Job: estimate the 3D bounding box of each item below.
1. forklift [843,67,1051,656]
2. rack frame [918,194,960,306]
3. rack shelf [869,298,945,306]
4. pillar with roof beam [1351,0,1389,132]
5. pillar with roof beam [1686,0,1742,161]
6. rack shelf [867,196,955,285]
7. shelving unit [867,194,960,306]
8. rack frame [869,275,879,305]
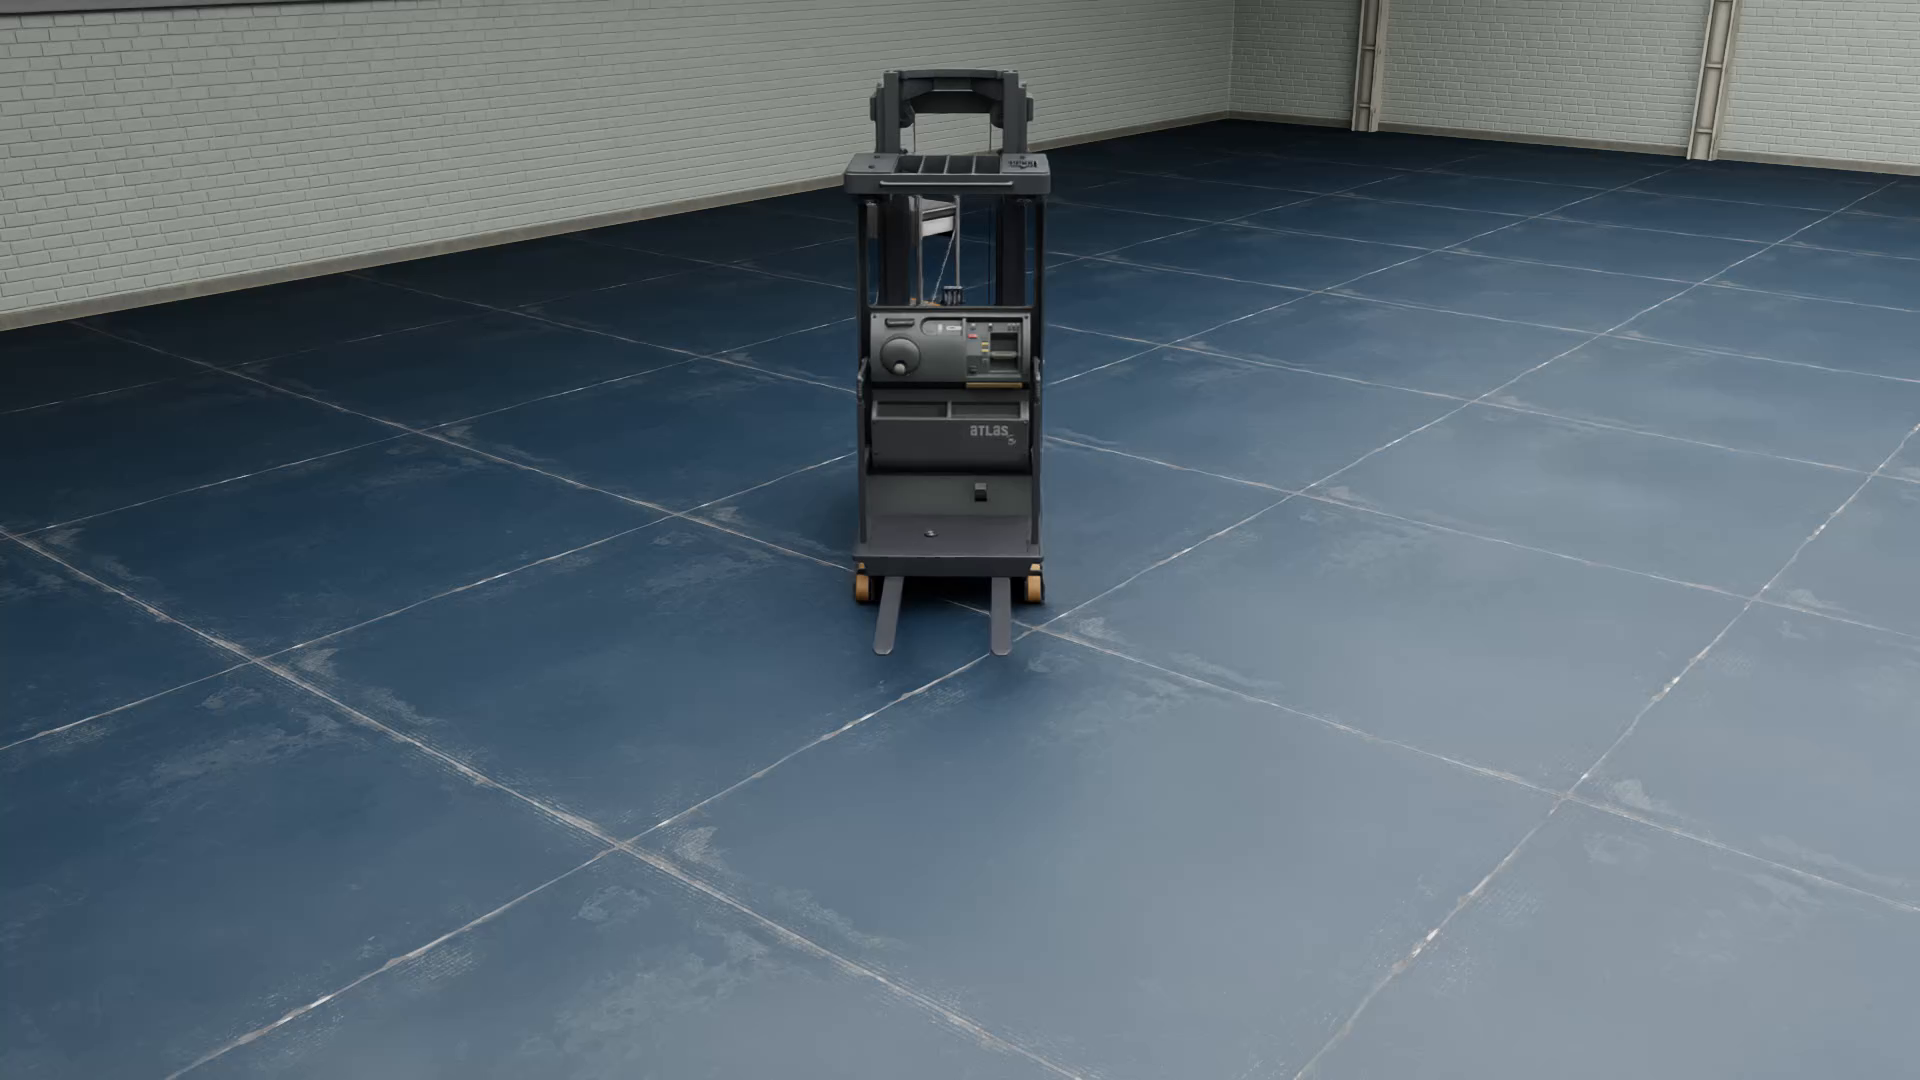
[{"bbox_3d":[-0.058,-1.113,9.465,1.130,2.935,3.031,0,21,1],"label":"forklift"},{"bbox_3d":[-0.136,-1.329,11.216,0.015,2.100,0.400,17,27,38],"label":"rack frame"},{"bbox_3d":[-0.320,-1.372,11.370,0.480,0.518,0.431,17,27,38],"label":"rack shelf"},{"bbox_3d":[4.761,-10.606,26.040,0.400,9.000,9.100,16,26,36],"label":"pillar with roof beam"},{"bbox_3d":[9.410,-9.267,22.490,0.400,9.000,9.100,16,26,36],"label":"pillar with roof beam"},{"bbox_3d":[-0.320,-2.027,11.123,0.480,0.518,0.431,17,27,38],"label":"rack shelf"},{"bbox_3d":[-0.320,-1.385,11.365,0.503,2.100,0.431,17,27,38],"label":"shelving unit"},{"bbox_3d":[-0.504,-1.442,11.515,0.015,2.100,0.400,17,27,38],"label":"rack frame"}]
